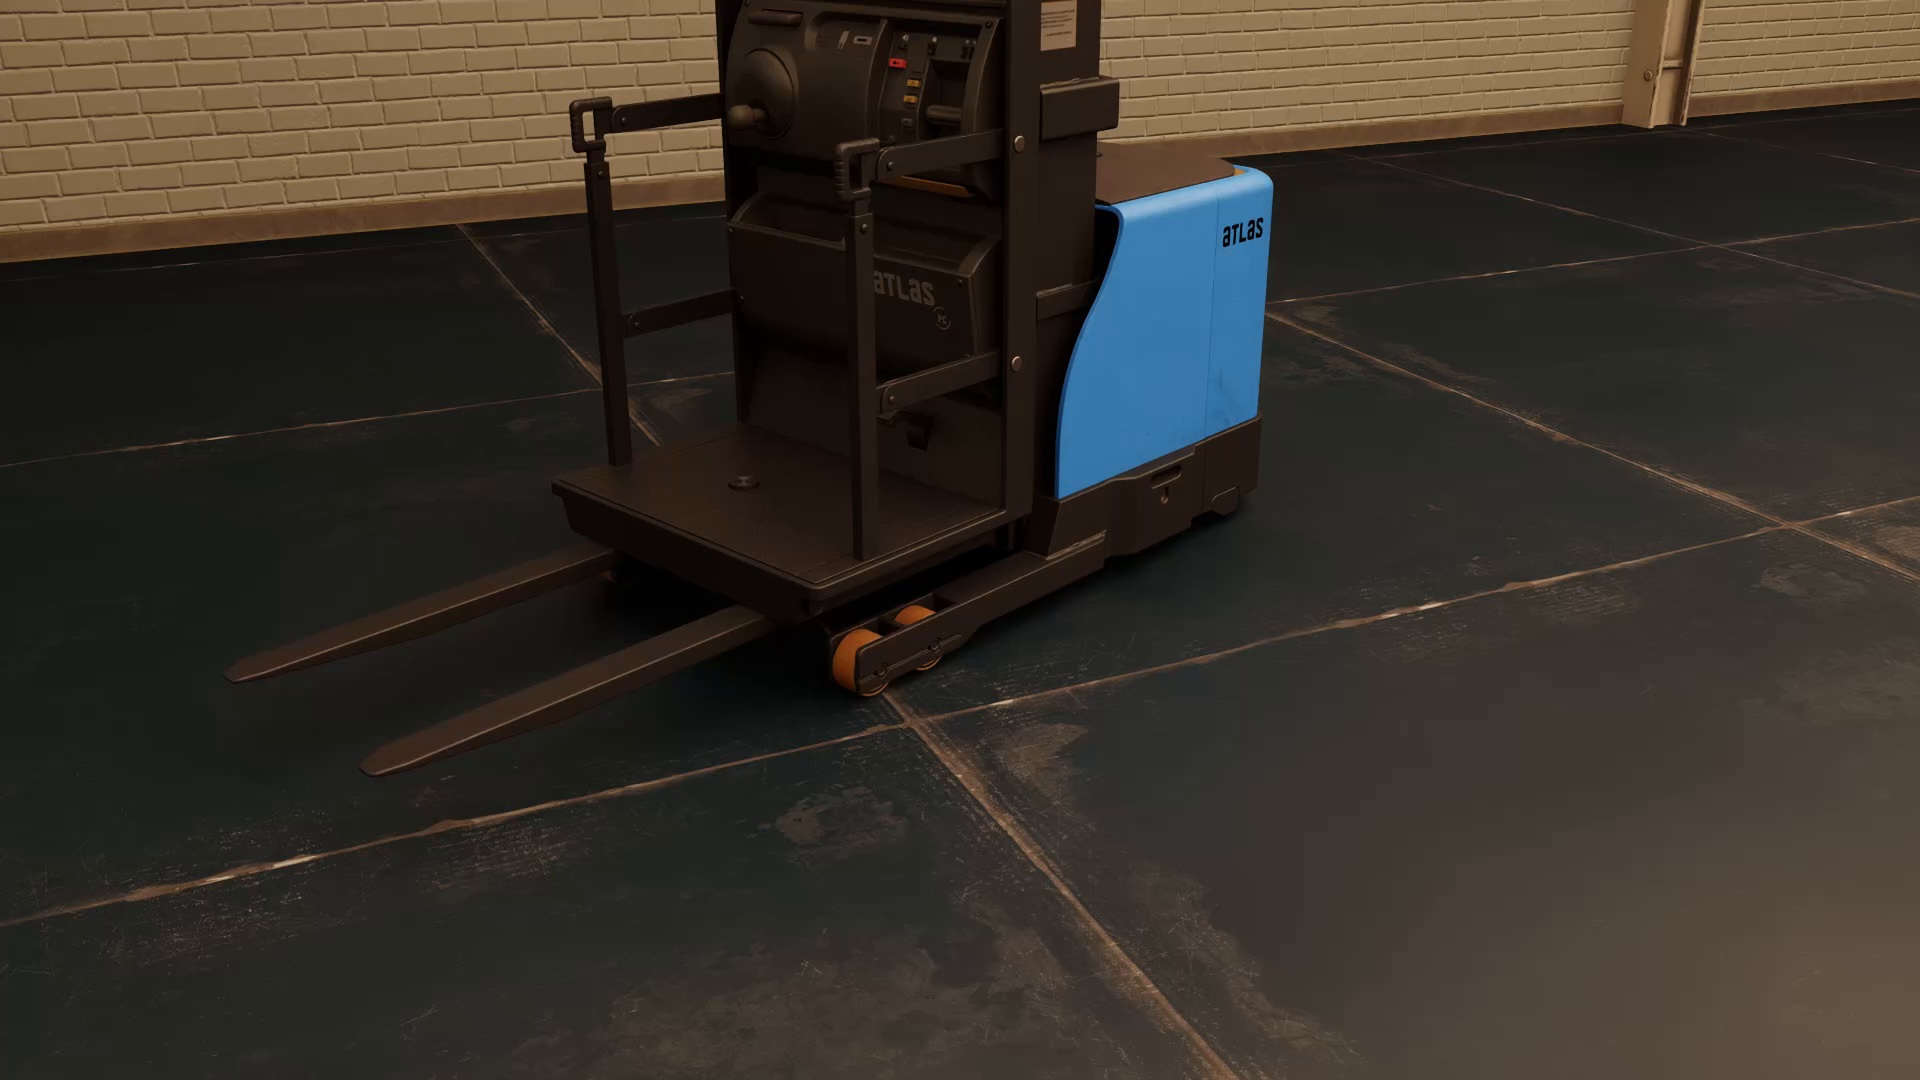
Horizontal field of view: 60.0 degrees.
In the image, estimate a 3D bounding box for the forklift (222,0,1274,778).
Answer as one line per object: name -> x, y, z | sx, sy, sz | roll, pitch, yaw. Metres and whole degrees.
forklift -> -0.413, -1.182, 4.131 | 1.130, 2.935, 3.031 | 19, 29, 39
